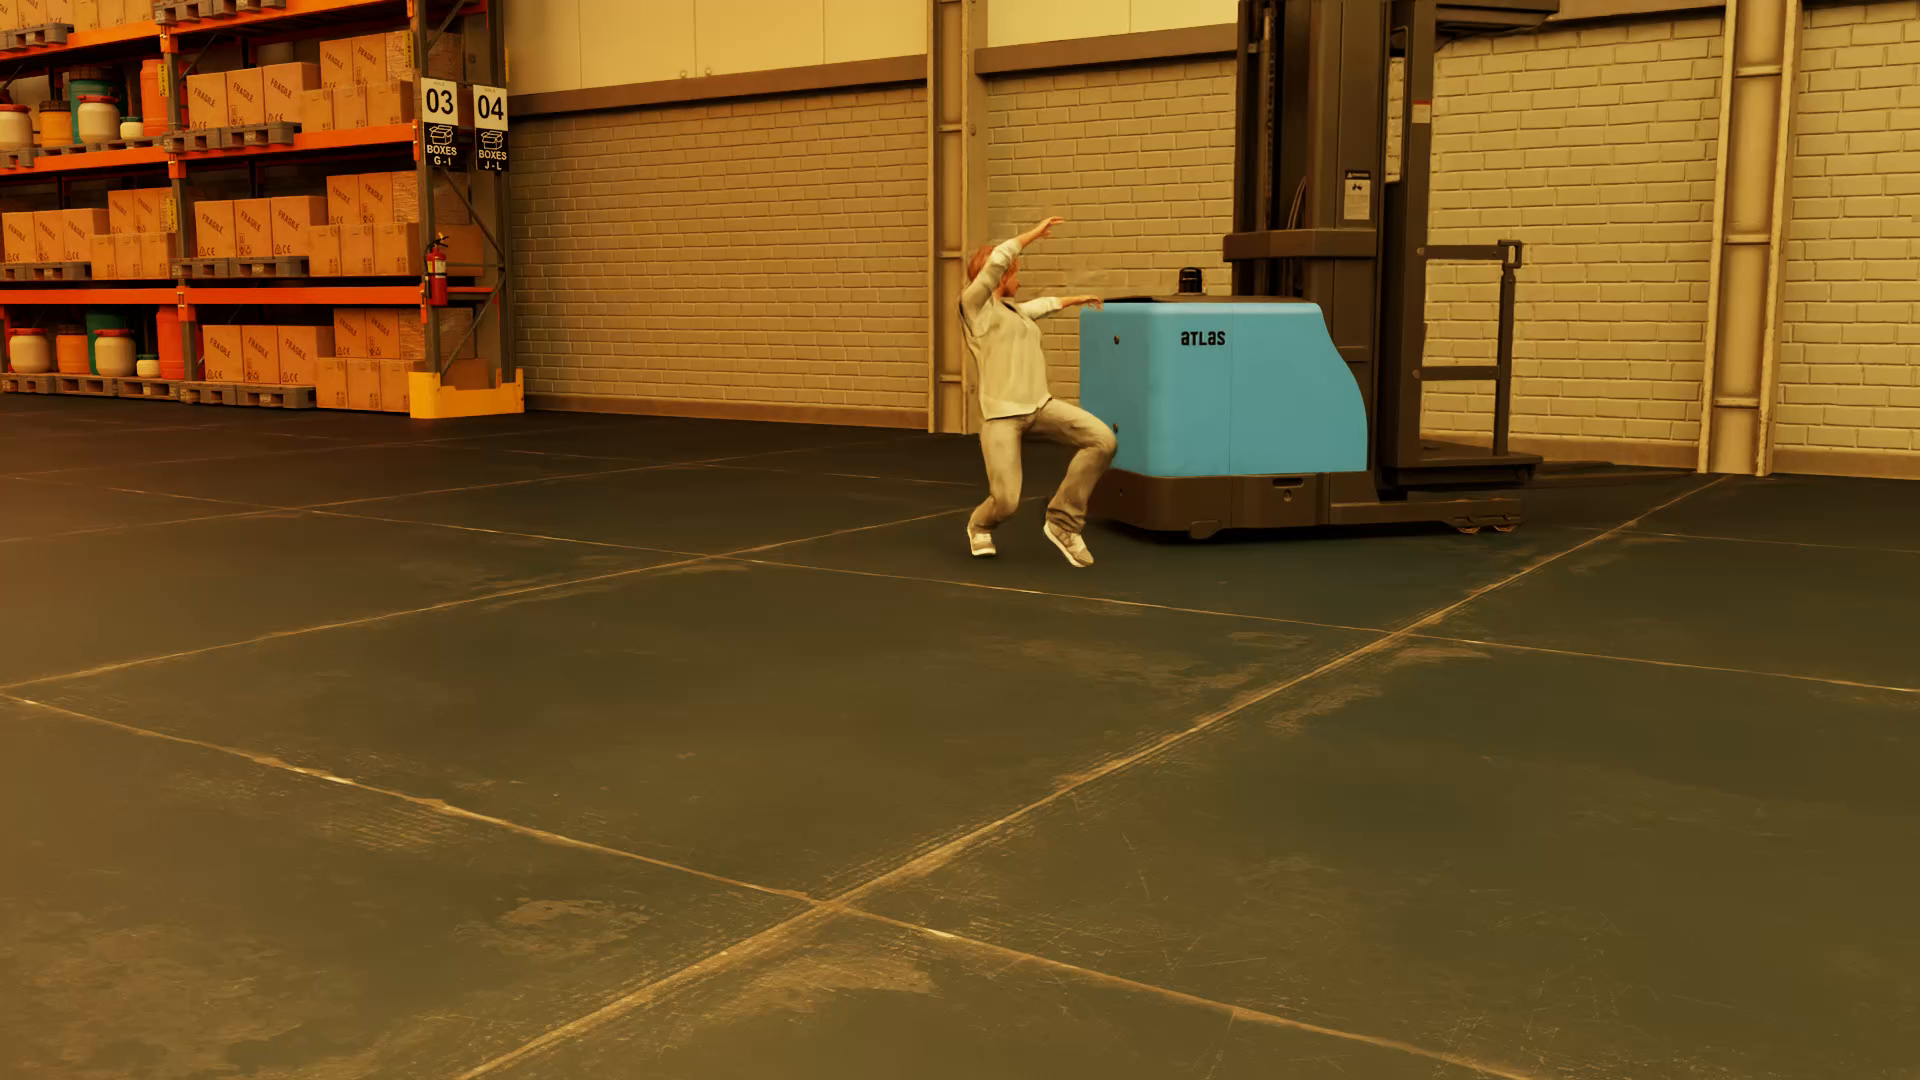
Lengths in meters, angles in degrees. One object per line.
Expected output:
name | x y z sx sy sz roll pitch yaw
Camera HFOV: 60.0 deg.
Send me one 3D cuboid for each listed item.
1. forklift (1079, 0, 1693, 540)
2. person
forklift | 2.148 -1.547 8.069 3.031 2.935 1.130 -2 8 -17
person | 0.465 -0.578 7.021 0.943 1.350 0.766 -7 11 -41
